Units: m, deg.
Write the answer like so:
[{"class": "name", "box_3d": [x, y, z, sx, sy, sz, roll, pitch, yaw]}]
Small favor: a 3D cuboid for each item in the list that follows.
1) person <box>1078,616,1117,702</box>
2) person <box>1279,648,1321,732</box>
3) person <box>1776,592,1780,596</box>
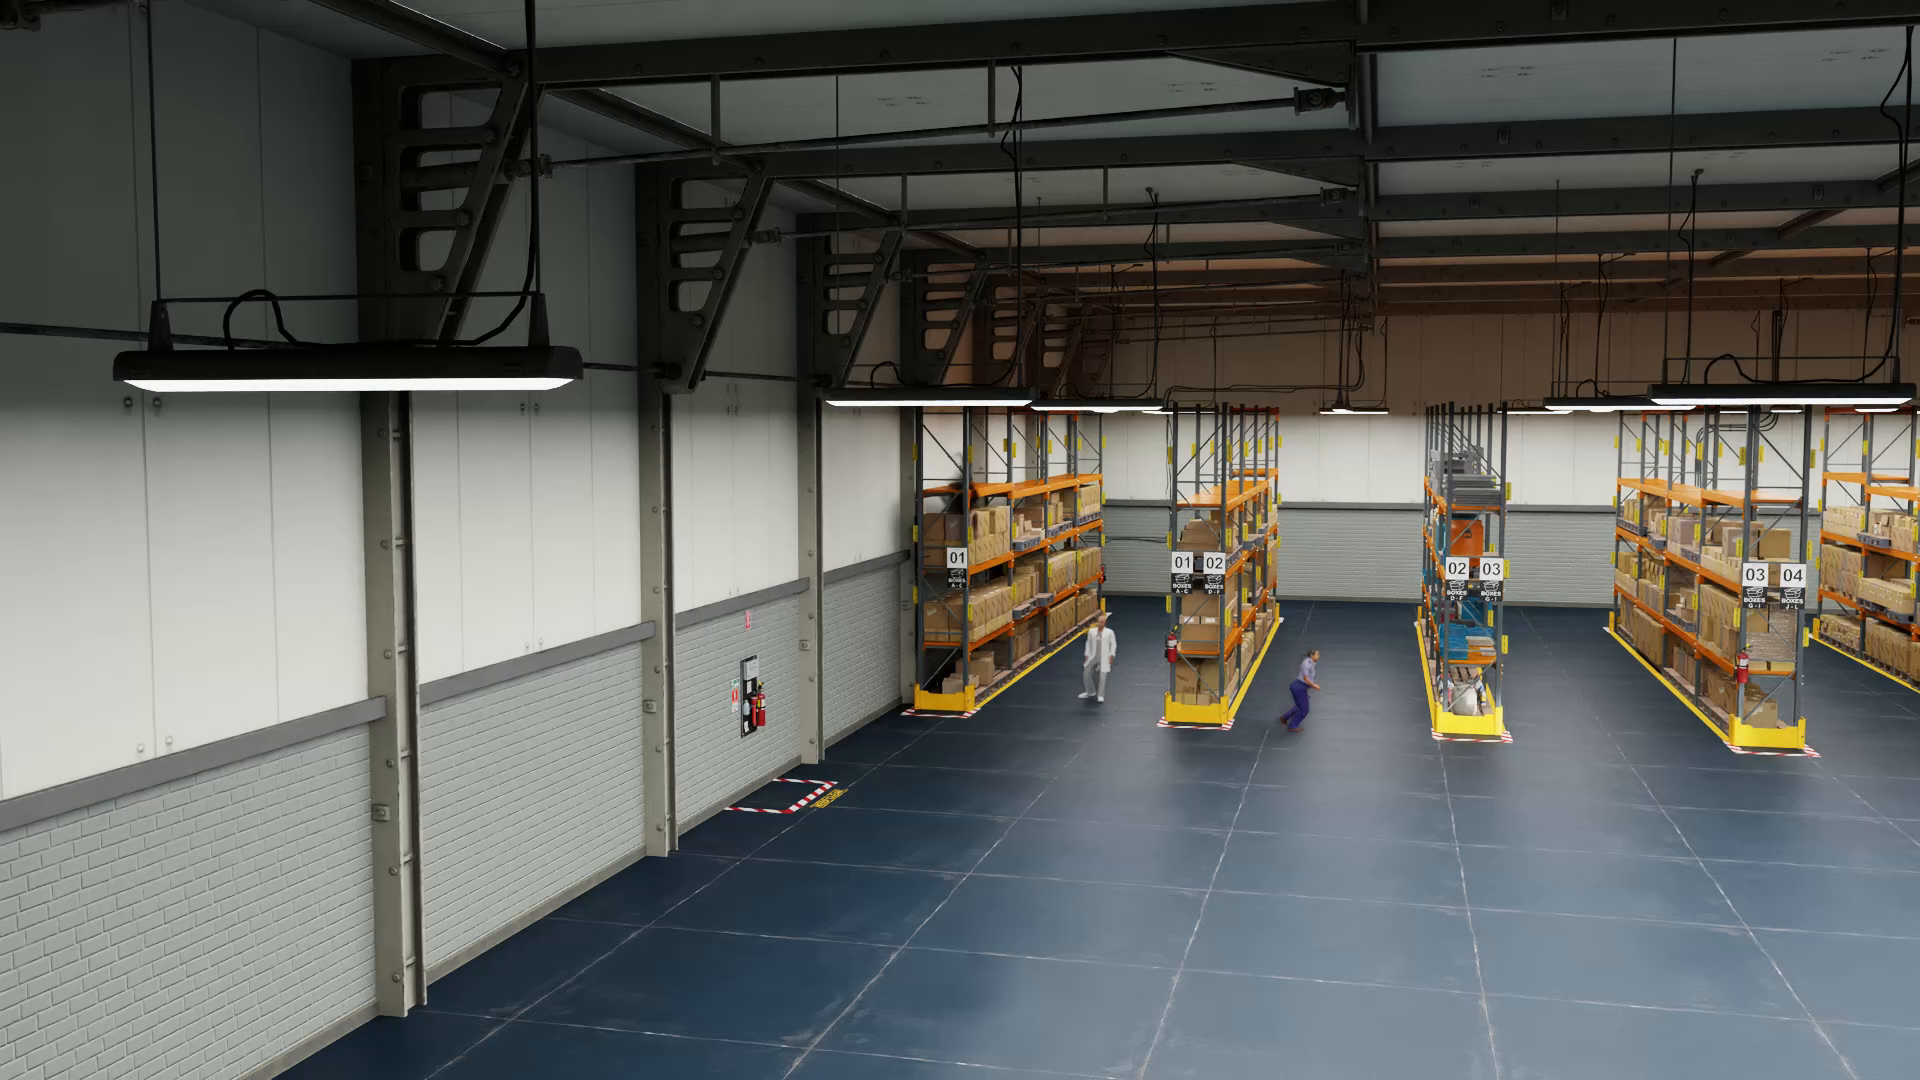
[{"class": "person", "box_3d": [2.741, 2.384, 33.347, 0.824, 1.745, 0.608, 1, 4, 18]}, {"class": "person", "box_3d": [6.194, 2.720, 30.249, 0.718, 1.543, 0.579, 1, 4, 11]}, {"class": "person", "box_3d": [21.950, 1.658, 44.224, 0.847, 1.681, 0.611, -3, 5, -31]}]
